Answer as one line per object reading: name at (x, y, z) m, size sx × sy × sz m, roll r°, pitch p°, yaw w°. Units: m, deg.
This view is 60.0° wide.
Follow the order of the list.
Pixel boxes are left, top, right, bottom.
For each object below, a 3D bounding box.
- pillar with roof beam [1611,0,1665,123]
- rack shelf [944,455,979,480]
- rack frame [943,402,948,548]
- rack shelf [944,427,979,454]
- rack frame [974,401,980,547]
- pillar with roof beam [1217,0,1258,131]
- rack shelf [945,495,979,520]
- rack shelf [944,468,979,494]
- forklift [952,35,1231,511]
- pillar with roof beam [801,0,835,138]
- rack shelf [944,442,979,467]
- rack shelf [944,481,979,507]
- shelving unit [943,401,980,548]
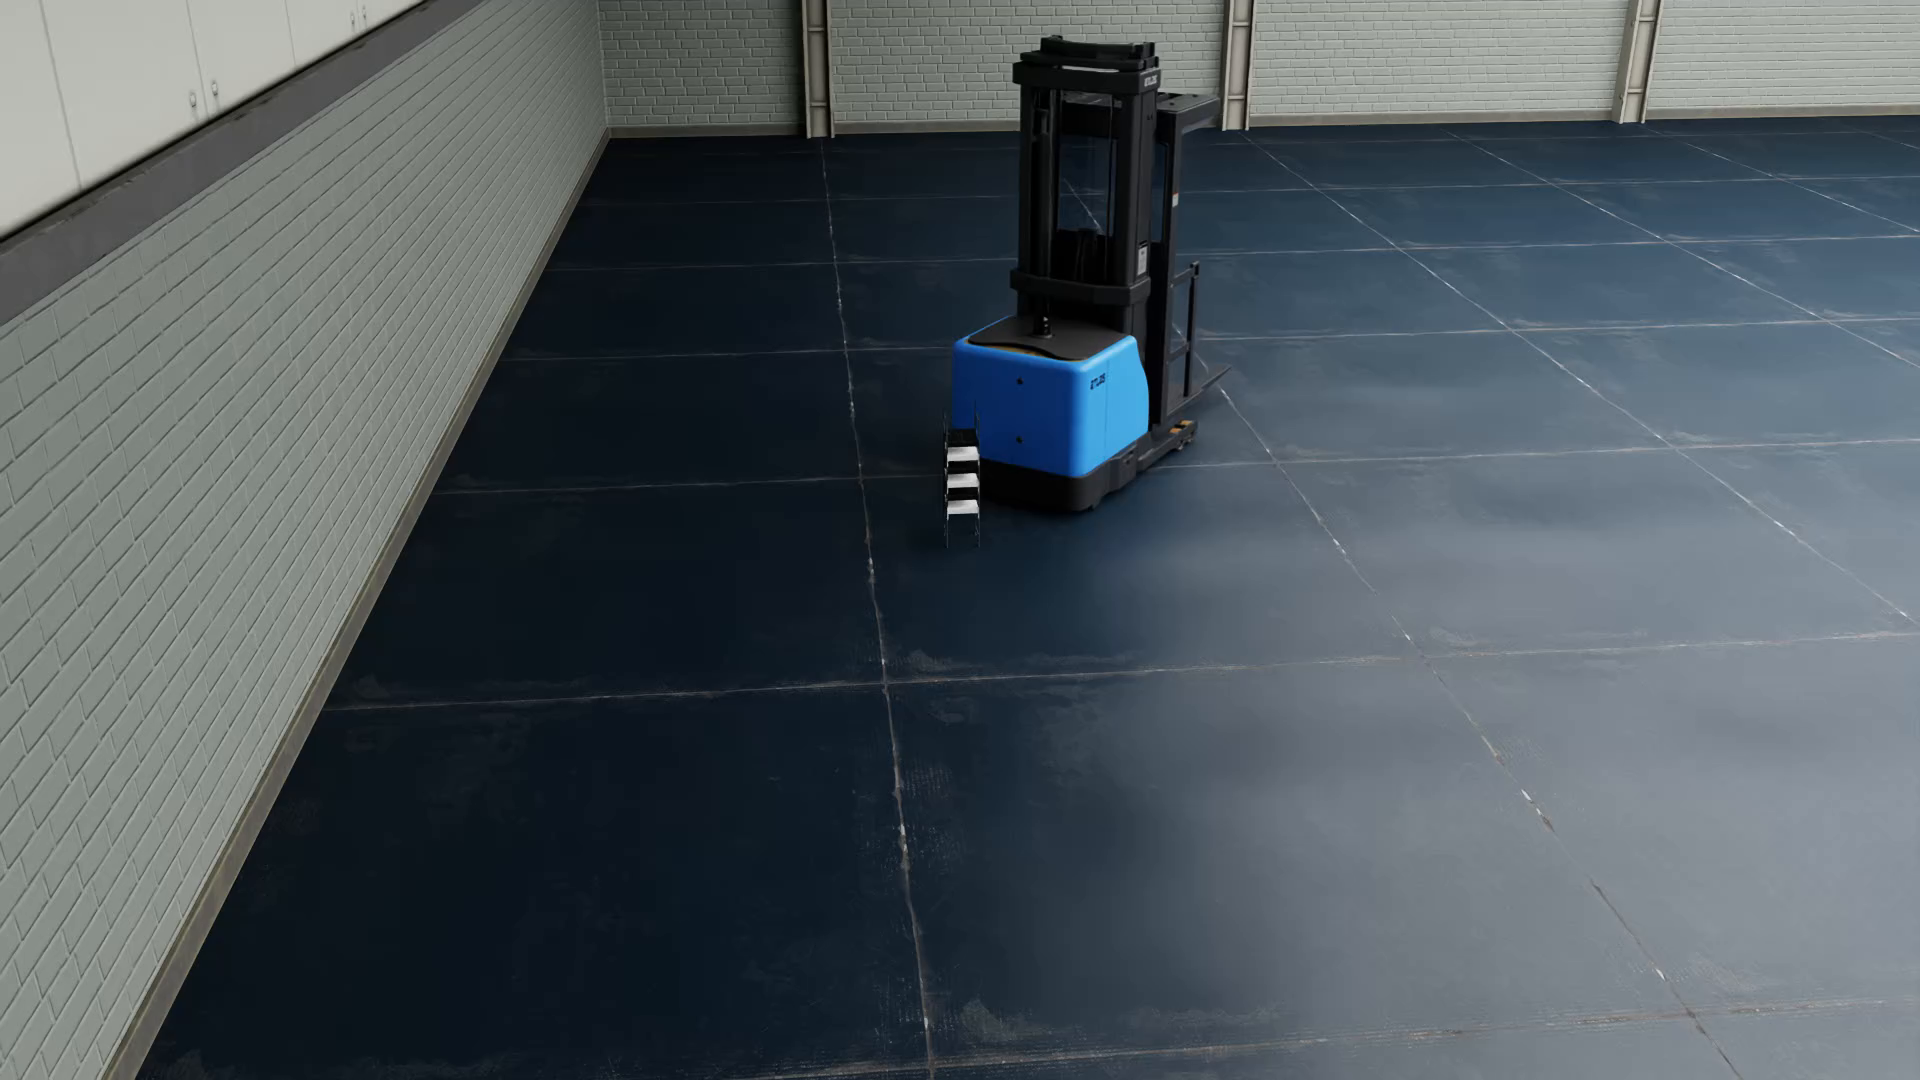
pillar with roof beam at (10.374, -8.617, 19.057) m, size 0.400 × 9.000 × 9.100 m, roll -2°, pitch 24°, yaw -5°
rack shelf at (0.008, -0.463, 10.545) m, size 0.200 × 0.077 × 0.258 m, roll -2°, pitch 24°, yaw -5°
rack frame at (-0.093, -0.407, 10.559) m, size 0.006 × 0.900 × 0.240 m, roll -2°, pitch 24°, yaw -5°
rack shelf at (0.008, -0.628, 10.472) m, size 0.200 × 0.077 × 0.258 m, roll -2°, pitch 24°, yaw -5°
rack frame at (0.109, -0.416, 10.577) m, size 0.006 × 0.900 × 0.240 m, roll -2°, pitch 24°, yaw -5°
pillar with roof beam at (4.403, -8.377, 18.518) m, size 0.400 × 9.000 × 9.100 m, roll -2°, pitch 24°, yaw -5°
rack shelf at (0.008, -0.217, 10.655) m, size 0.200 × 0.077 × 0.258 m, roll -2°, pitch 24°, yaw -5°
rack shelf at (0.008, -0.381, 10.581) m, size 0.200 × 0.077 × 0.258 m, roll -2°, pitch 24°, yaw -5°
forklift at (1.116, -2.084, 11.831) m, size 1.130 × 2.935 × 3.031 m, roll 14°, pitch 27°, yaw 28°
pillar with roof beam at (-1.568, -8.138, 17.979) m, size 0.400 × 9.000 × 9.100 m, roll -2°, pitch 24°, yaw -5°
rack shelf at (0.008, -0.546, 10.508) m, size 0.200 × 0.077 × 0.258 m, roll -2°, pitch 24°, yaw -5°
rack shelf at (0.008, -0.299, 10.618) m, size 0.200 × 0.077 × 0.258 m, roll -2°, pitch 24°, yaw -5°
shelving unit at (0.008, -0.412, 10.568) m, size 0.210 × 0.900 × 0.258 m, roll -2°, pitch 24°, yaw -5°
